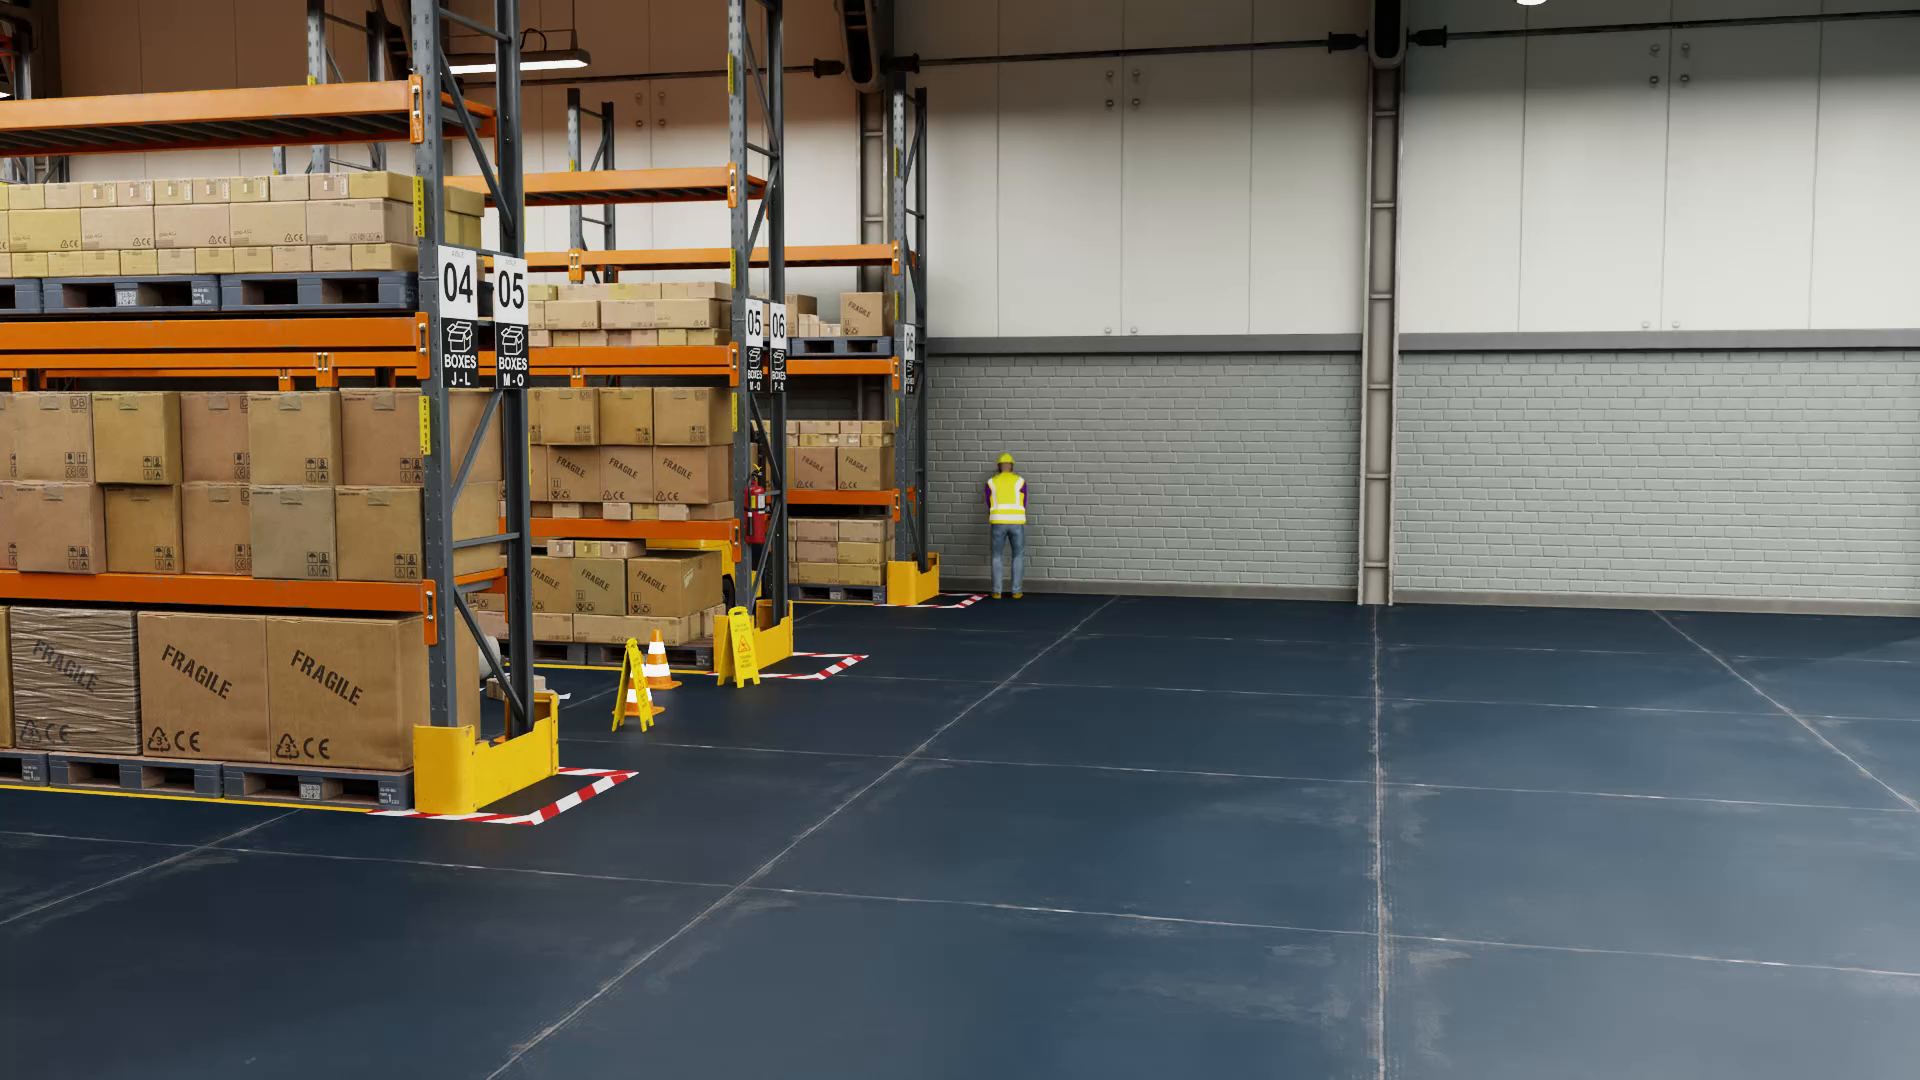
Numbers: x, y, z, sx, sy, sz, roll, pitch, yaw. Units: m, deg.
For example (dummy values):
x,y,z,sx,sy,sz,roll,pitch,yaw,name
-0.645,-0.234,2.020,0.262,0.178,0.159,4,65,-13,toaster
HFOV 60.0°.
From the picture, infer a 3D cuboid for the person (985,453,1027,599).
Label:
x,y,z,sx,sy,sz,roll,pitch,yaw,name
0.547,-0.178,19.785,0.499,1.718,0.618,0,5,1,person
